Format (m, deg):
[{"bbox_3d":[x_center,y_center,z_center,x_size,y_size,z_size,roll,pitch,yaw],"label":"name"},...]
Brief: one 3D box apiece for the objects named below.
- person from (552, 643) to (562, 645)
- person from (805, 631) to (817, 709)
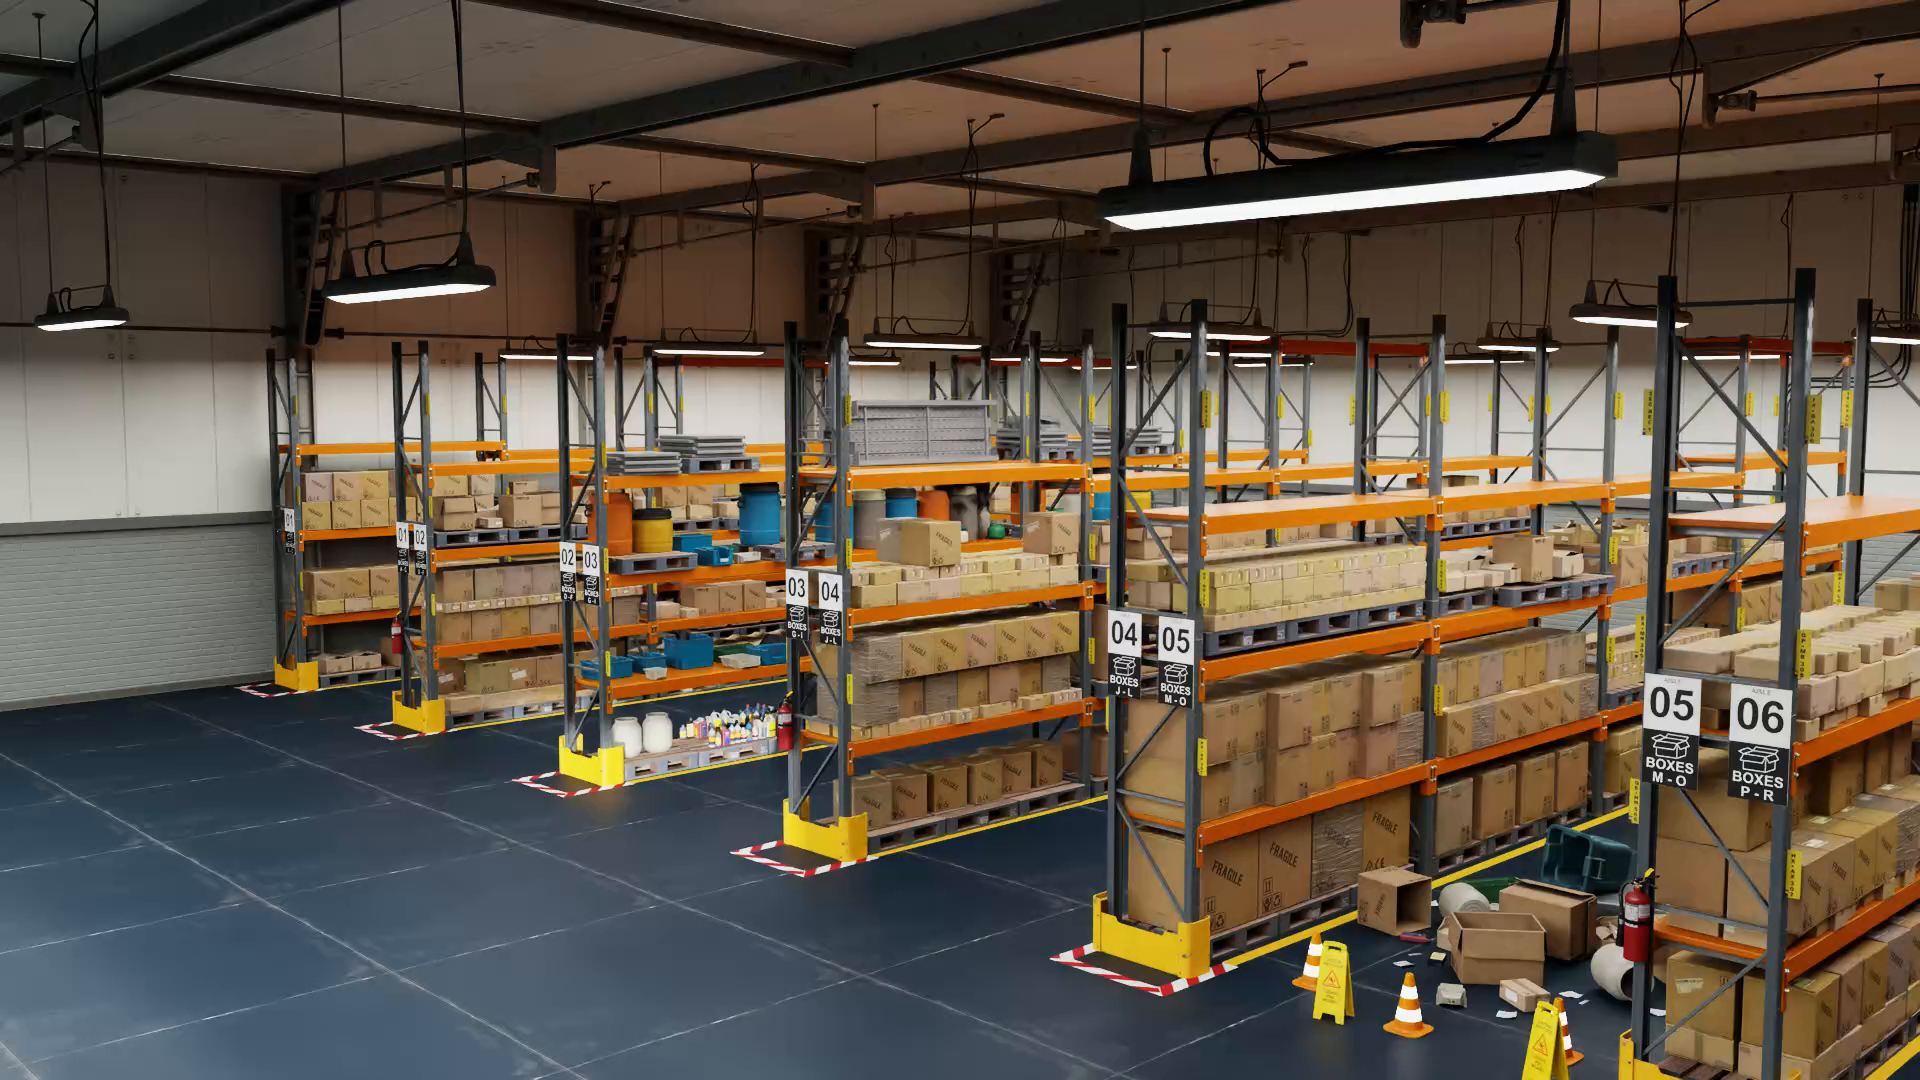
[{"bbox_3d":[-7.177,1.719,30.174,0.712,1.742,0.870,3,6,32],"label":"person"},{"bbox_3d":[-2.301,2.065,27.158,0.958,1.614,0.618,-2,5,-22],"label":"person"}]
